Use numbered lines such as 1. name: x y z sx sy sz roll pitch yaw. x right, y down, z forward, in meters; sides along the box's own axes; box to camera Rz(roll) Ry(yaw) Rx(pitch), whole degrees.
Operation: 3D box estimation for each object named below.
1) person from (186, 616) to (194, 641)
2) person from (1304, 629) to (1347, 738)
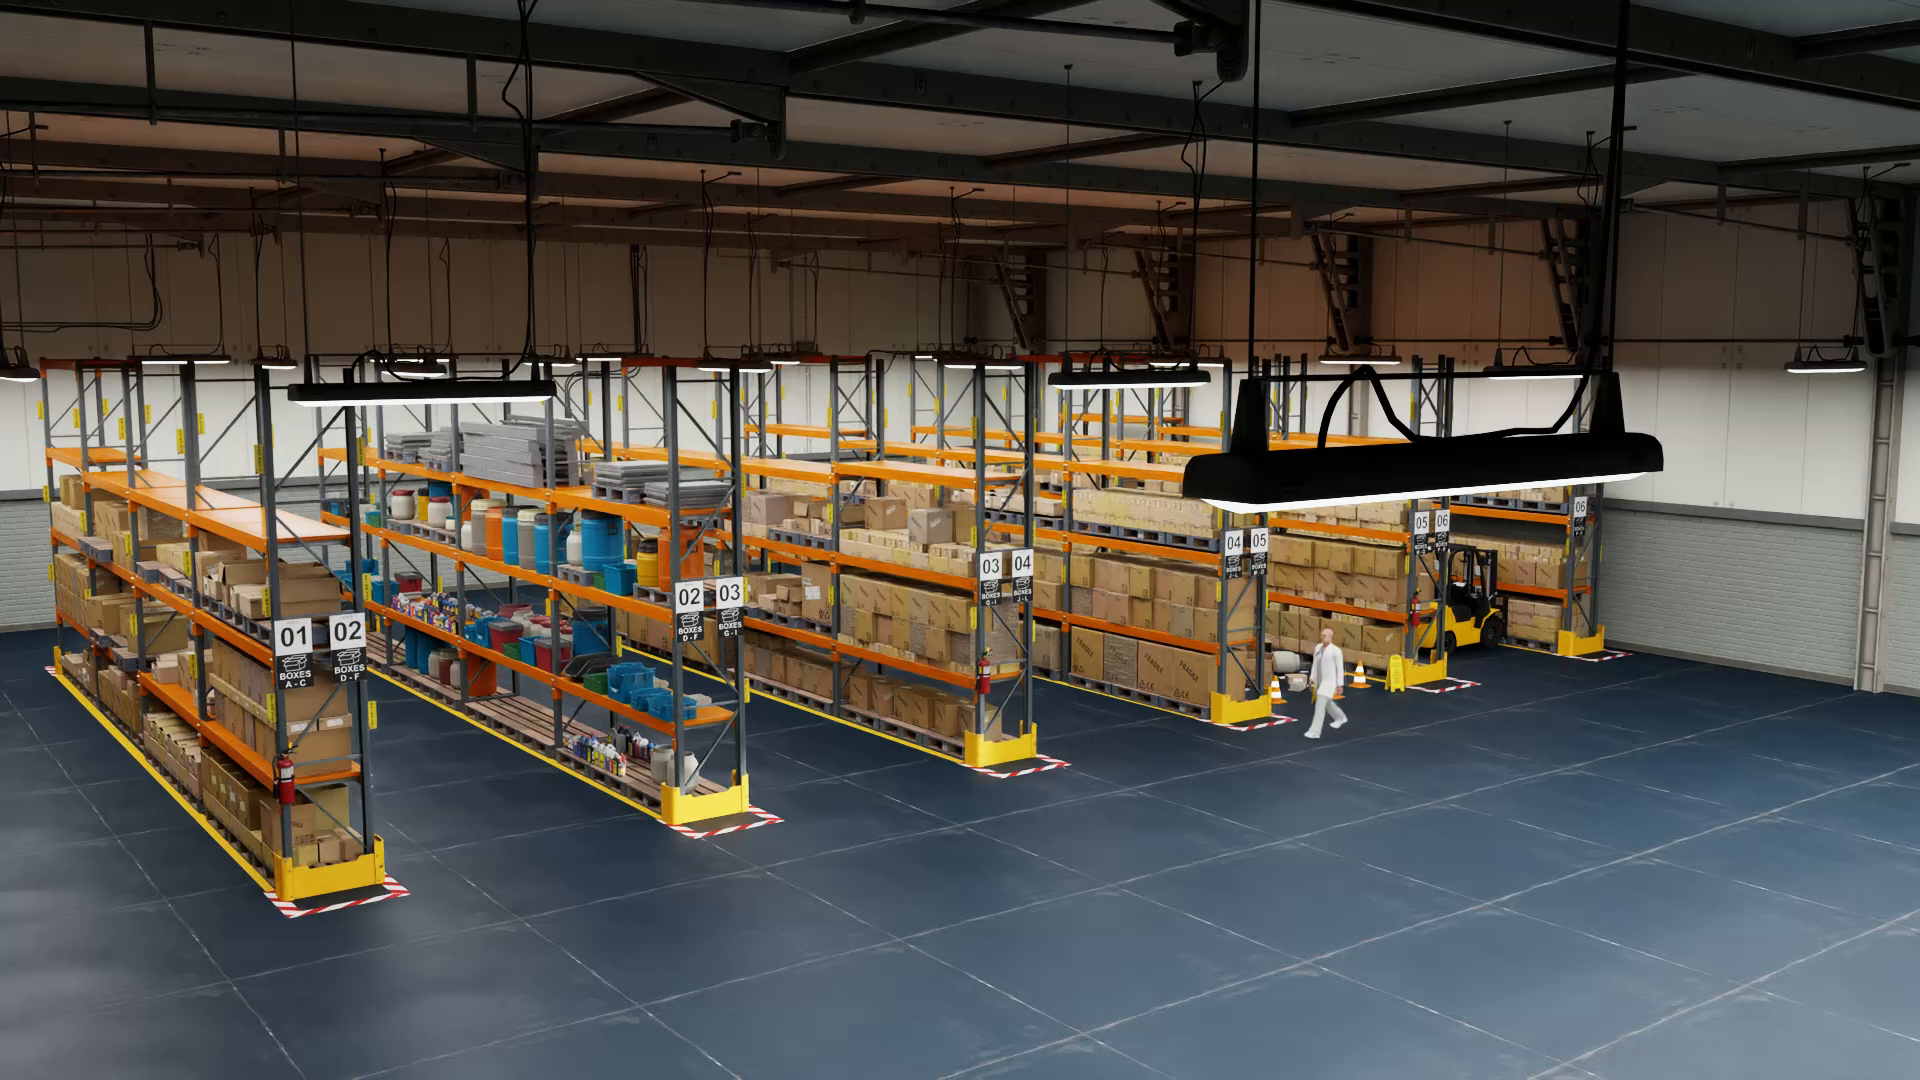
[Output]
1. person: -15.432 1.471 33.603 0.683 1.680 0.660 -3 8 -27
2. person: 5.877 2.273 26.622 1.144 1.731 0.578 -5 8 -35
